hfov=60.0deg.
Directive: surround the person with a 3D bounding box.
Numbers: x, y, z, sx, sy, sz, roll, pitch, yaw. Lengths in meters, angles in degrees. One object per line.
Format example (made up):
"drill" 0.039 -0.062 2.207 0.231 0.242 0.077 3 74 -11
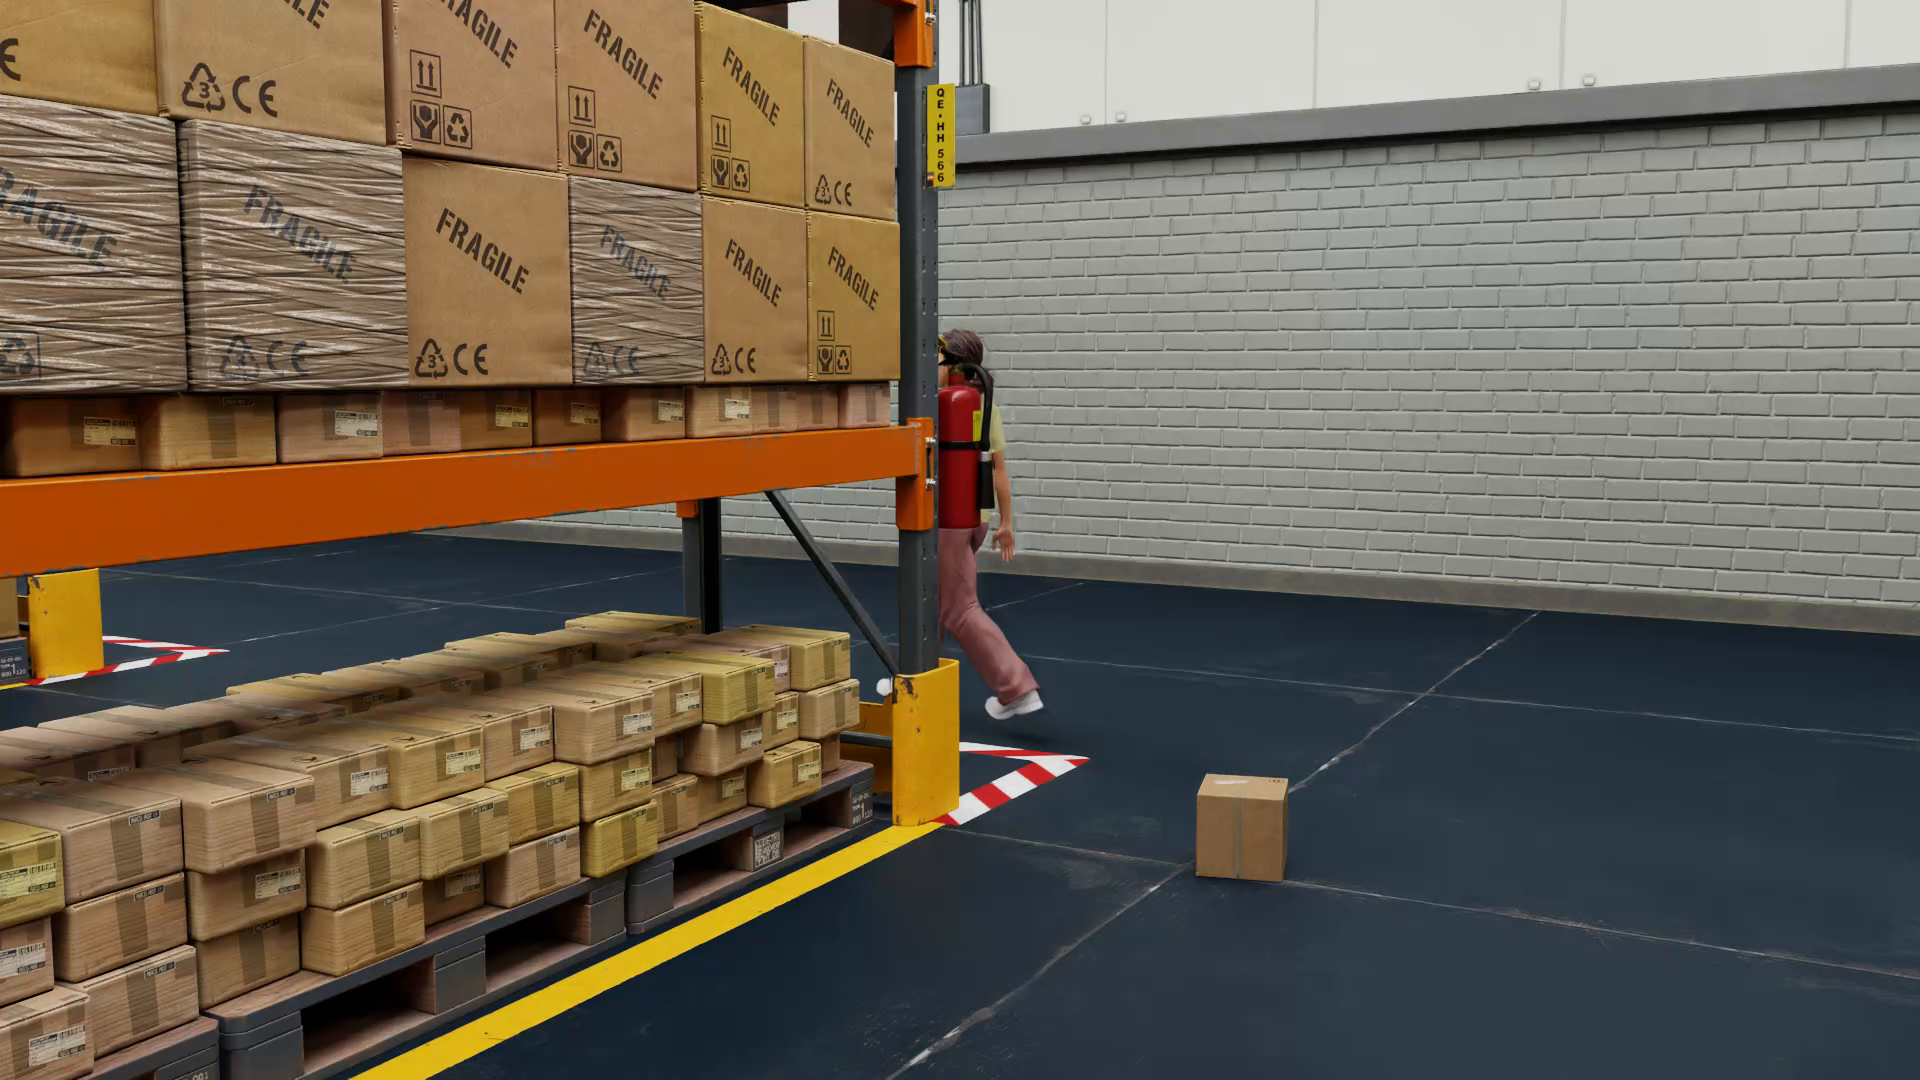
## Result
"person" -0.048 -0.056 6.889 0.996 1.628 0.477 5 8 38
